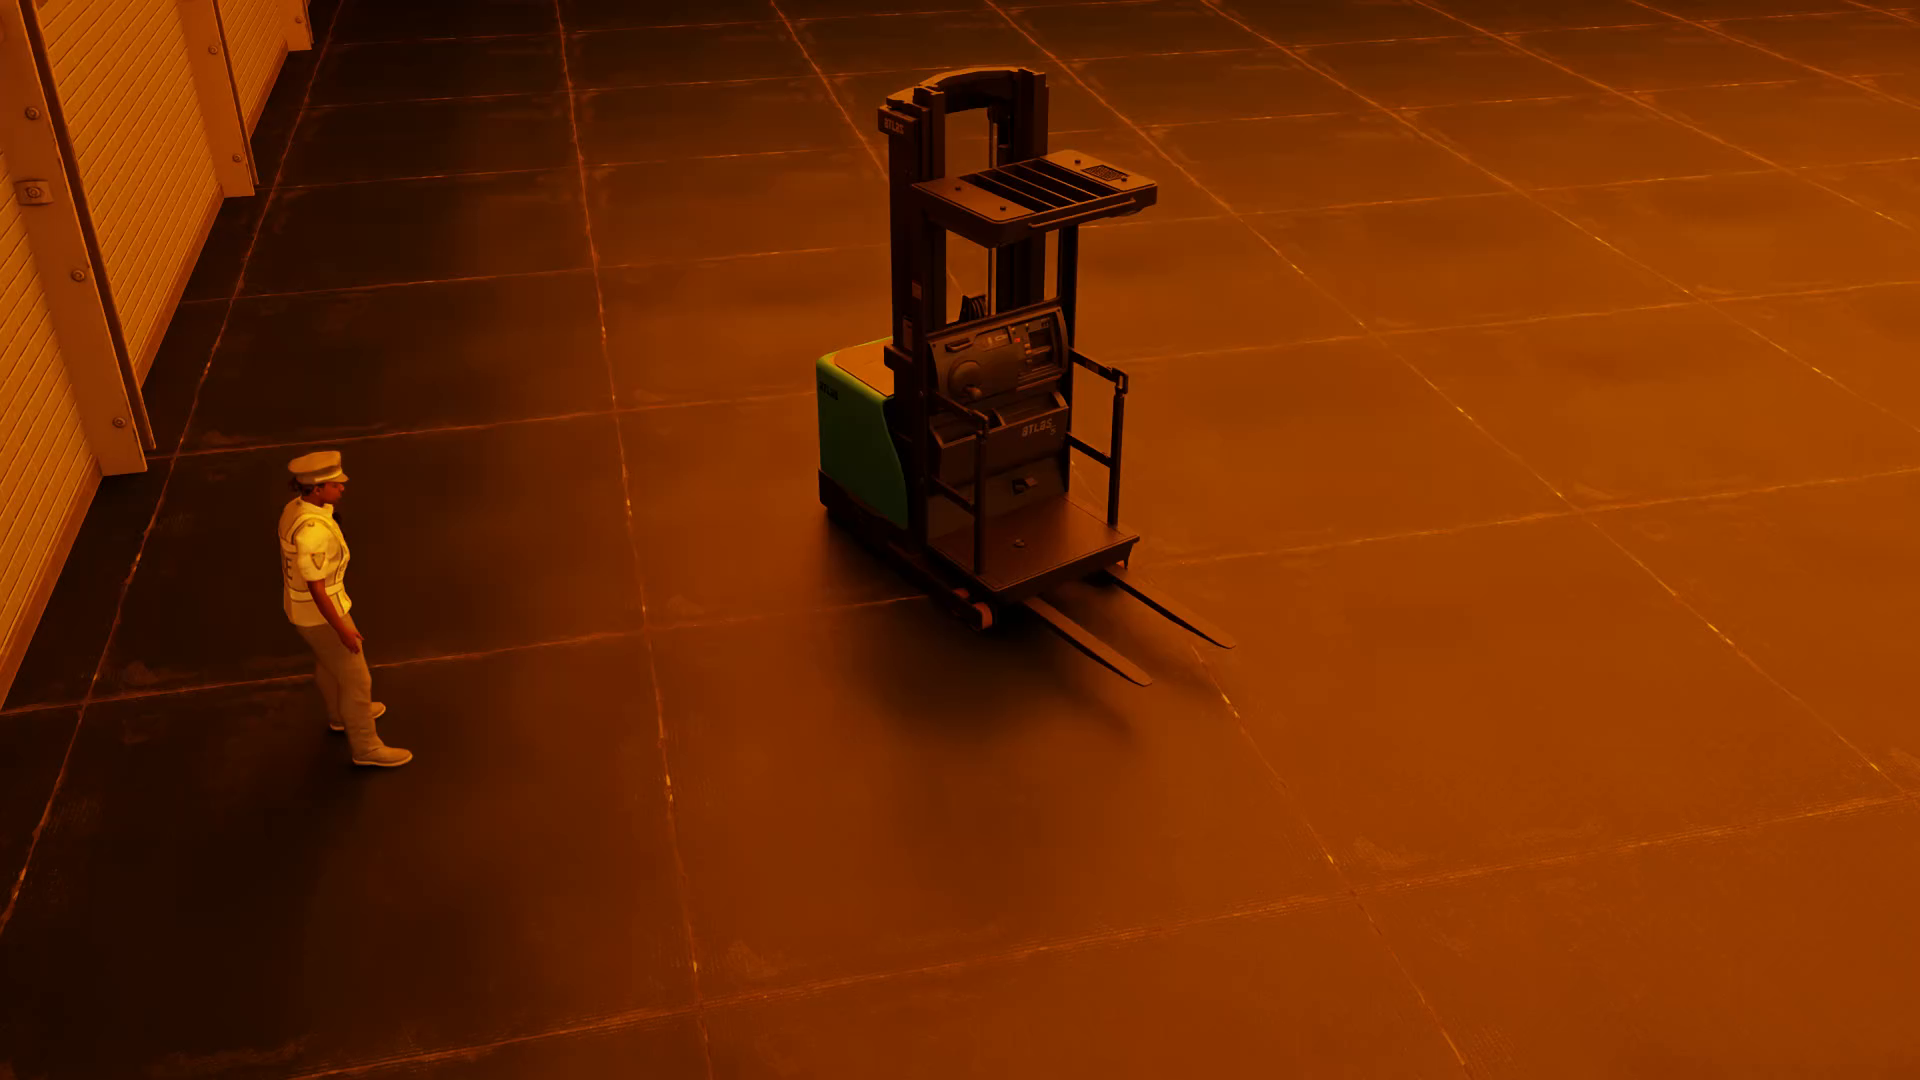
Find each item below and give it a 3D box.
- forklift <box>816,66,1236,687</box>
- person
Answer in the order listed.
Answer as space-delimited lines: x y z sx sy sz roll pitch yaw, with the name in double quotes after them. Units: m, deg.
0.355 -1.021 9.338 1.130 2.935 3.031 -20 35 -30 "forklift"
-3.119 0.348 8.250 0.420 1.666 0.590 -15 33 -24 "person"
